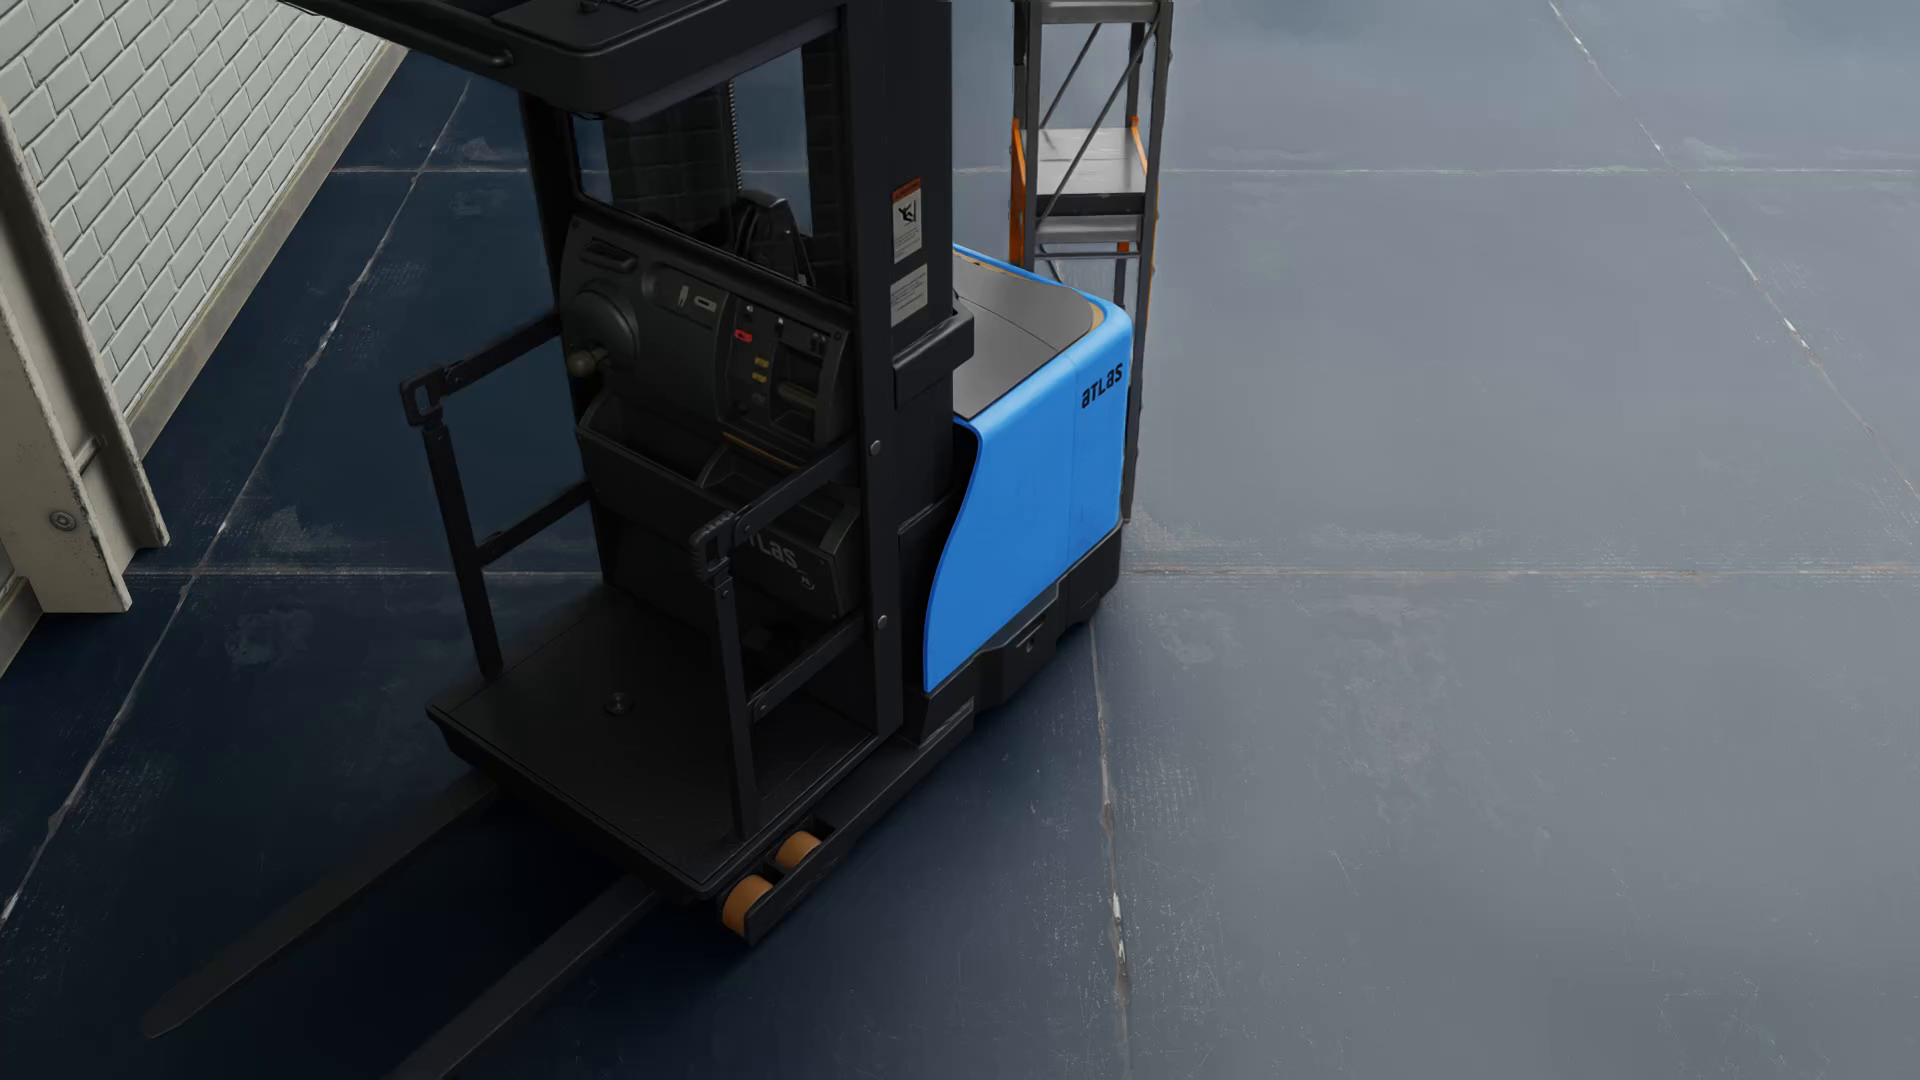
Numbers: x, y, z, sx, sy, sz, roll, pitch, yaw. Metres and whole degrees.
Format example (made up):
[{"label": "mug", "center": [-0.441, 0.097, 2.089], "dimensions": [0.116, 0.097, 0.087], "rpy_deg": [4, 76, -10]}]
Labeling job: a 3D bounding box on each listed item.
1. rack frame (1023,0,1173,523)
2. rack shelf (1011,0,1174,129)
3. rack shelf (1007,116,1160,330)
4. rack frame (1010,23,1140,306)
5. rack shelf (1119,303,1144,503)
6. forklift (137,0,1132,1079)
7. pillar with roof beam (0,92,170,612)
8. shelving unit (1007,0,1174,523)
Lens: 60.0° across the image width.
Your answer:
[{"label": "rack frame", "center": [0.396, -0.878, 5.167], "dimensions": [0.400, 2.100, 0.015], "rpy_deg": [-2, 39, -2]}, {"label": "rack shelf", "center": [0.385, -1.566, 4.928], "dimensions": [0.431, 0.518, 0.480], "rpy_deg": [-2, 39, -2]}, {"label": "rack shelf", "center": [0.385, -1.020, 5.366], "dimensions": [0.431, 0.518, 0.480], "rpy_deg": [-2, 39, -2]}, {"label": "rack frame", "center": [0.374, -1.183, 5.547], "dimensions": [0.400, 2.100, 0.015], "rpy_deg": [-2, 39, -2]}, {"label": "rack shelf", "center": [0.385, -0.474, 5.803], "dimensions": [0.431, 0.518, 0.480], "rpy_deg": [-2, 39, -2]}, {"label": "forklift", "center": [-0.772, -0.436, 3.950], "dimensions": [1.130, 2.935, 3.031], "rpy_deg": [26, 45, 28]}, {"label": "pillar with roof beam", "center": [1.415, -3.402, 2.800], "dimensions": [9.100, 9.000, 0.400], "rpy_deg": [0, 39, 0]}, {"label": "shelving unit", "center": [0.385, -1.031, 5.357], "dimensions": [0.431, 2.100, 0.503], "rpy_deg": [-2, 39, -2]}]
